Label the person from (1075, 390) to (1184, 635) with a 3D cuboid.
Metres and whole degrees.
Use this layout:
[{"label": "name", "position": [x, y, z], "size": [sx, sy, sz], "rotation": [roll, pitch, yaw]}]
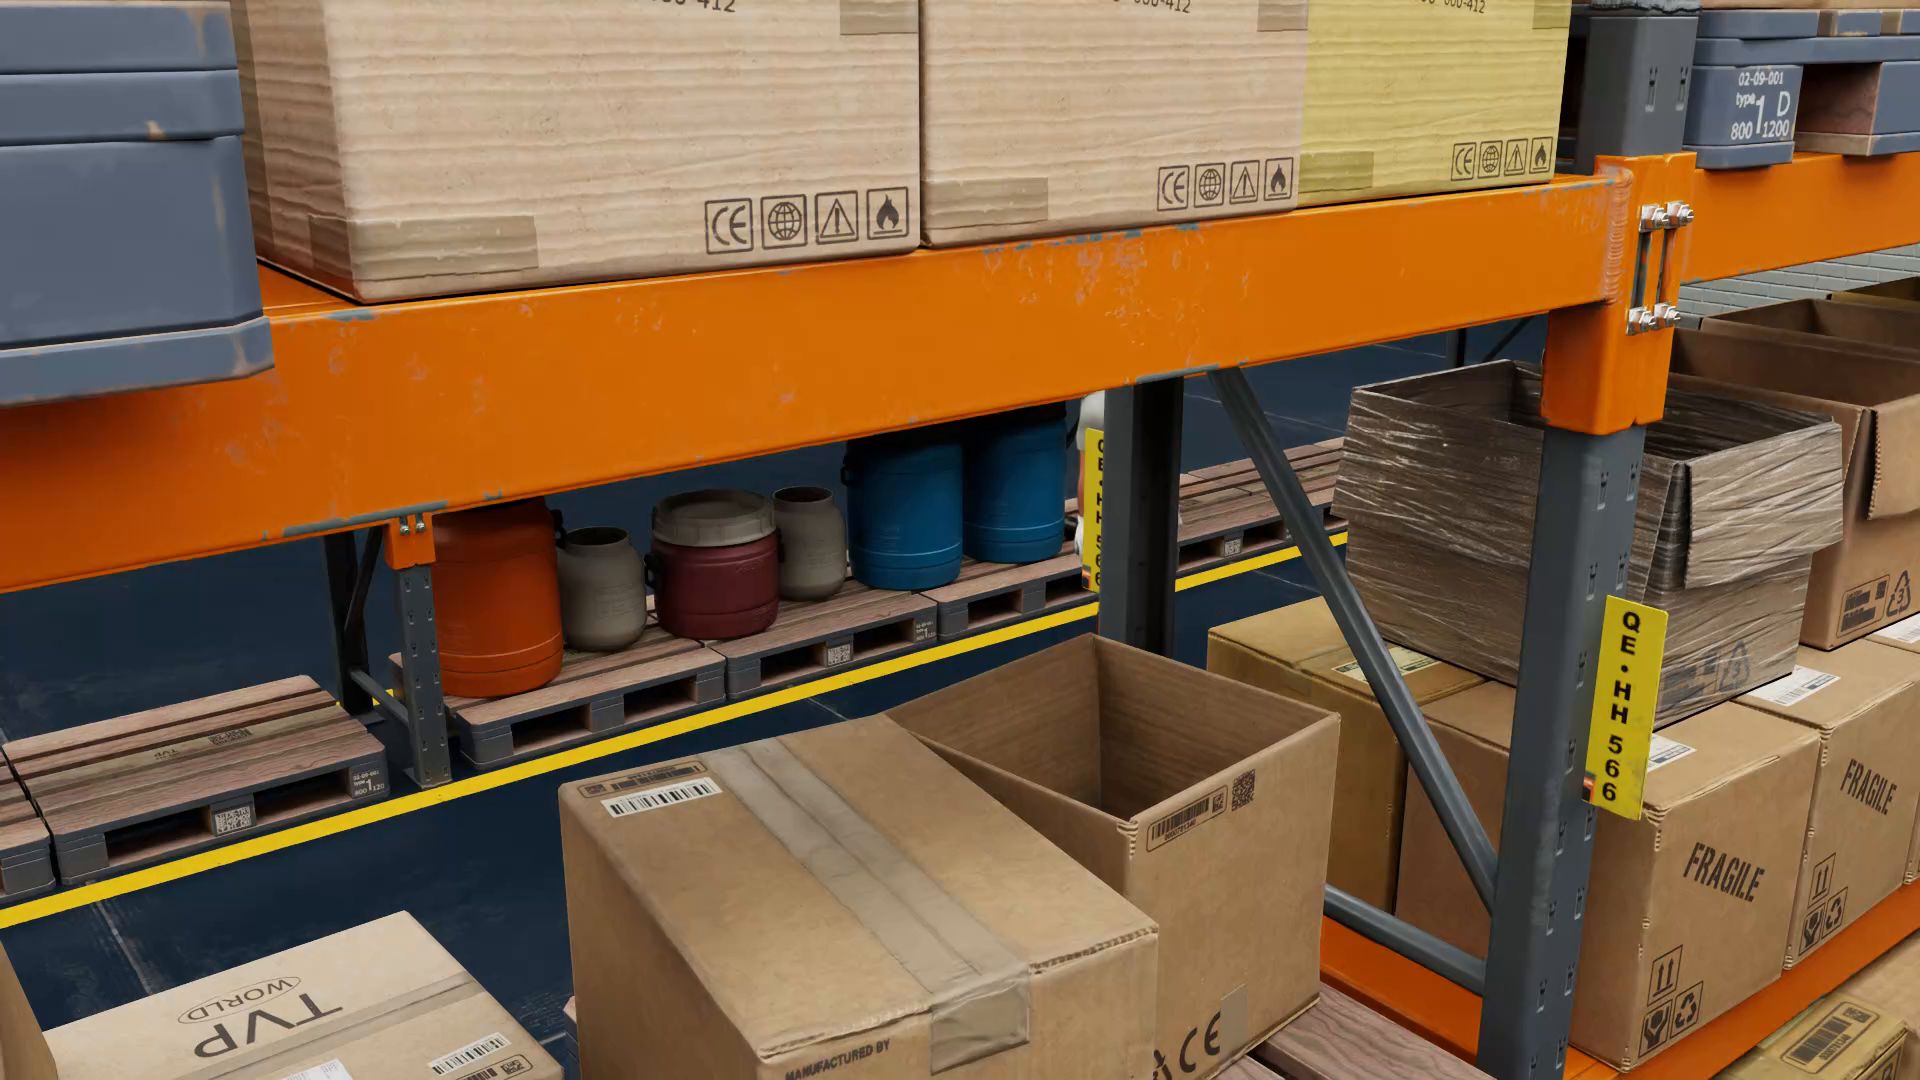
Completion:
[{"label": "person", "position": [0.772, -0.100, 7.308], "size": [0.516, 1.798, 0.585], "rotation": [14, 23, 38]}]
